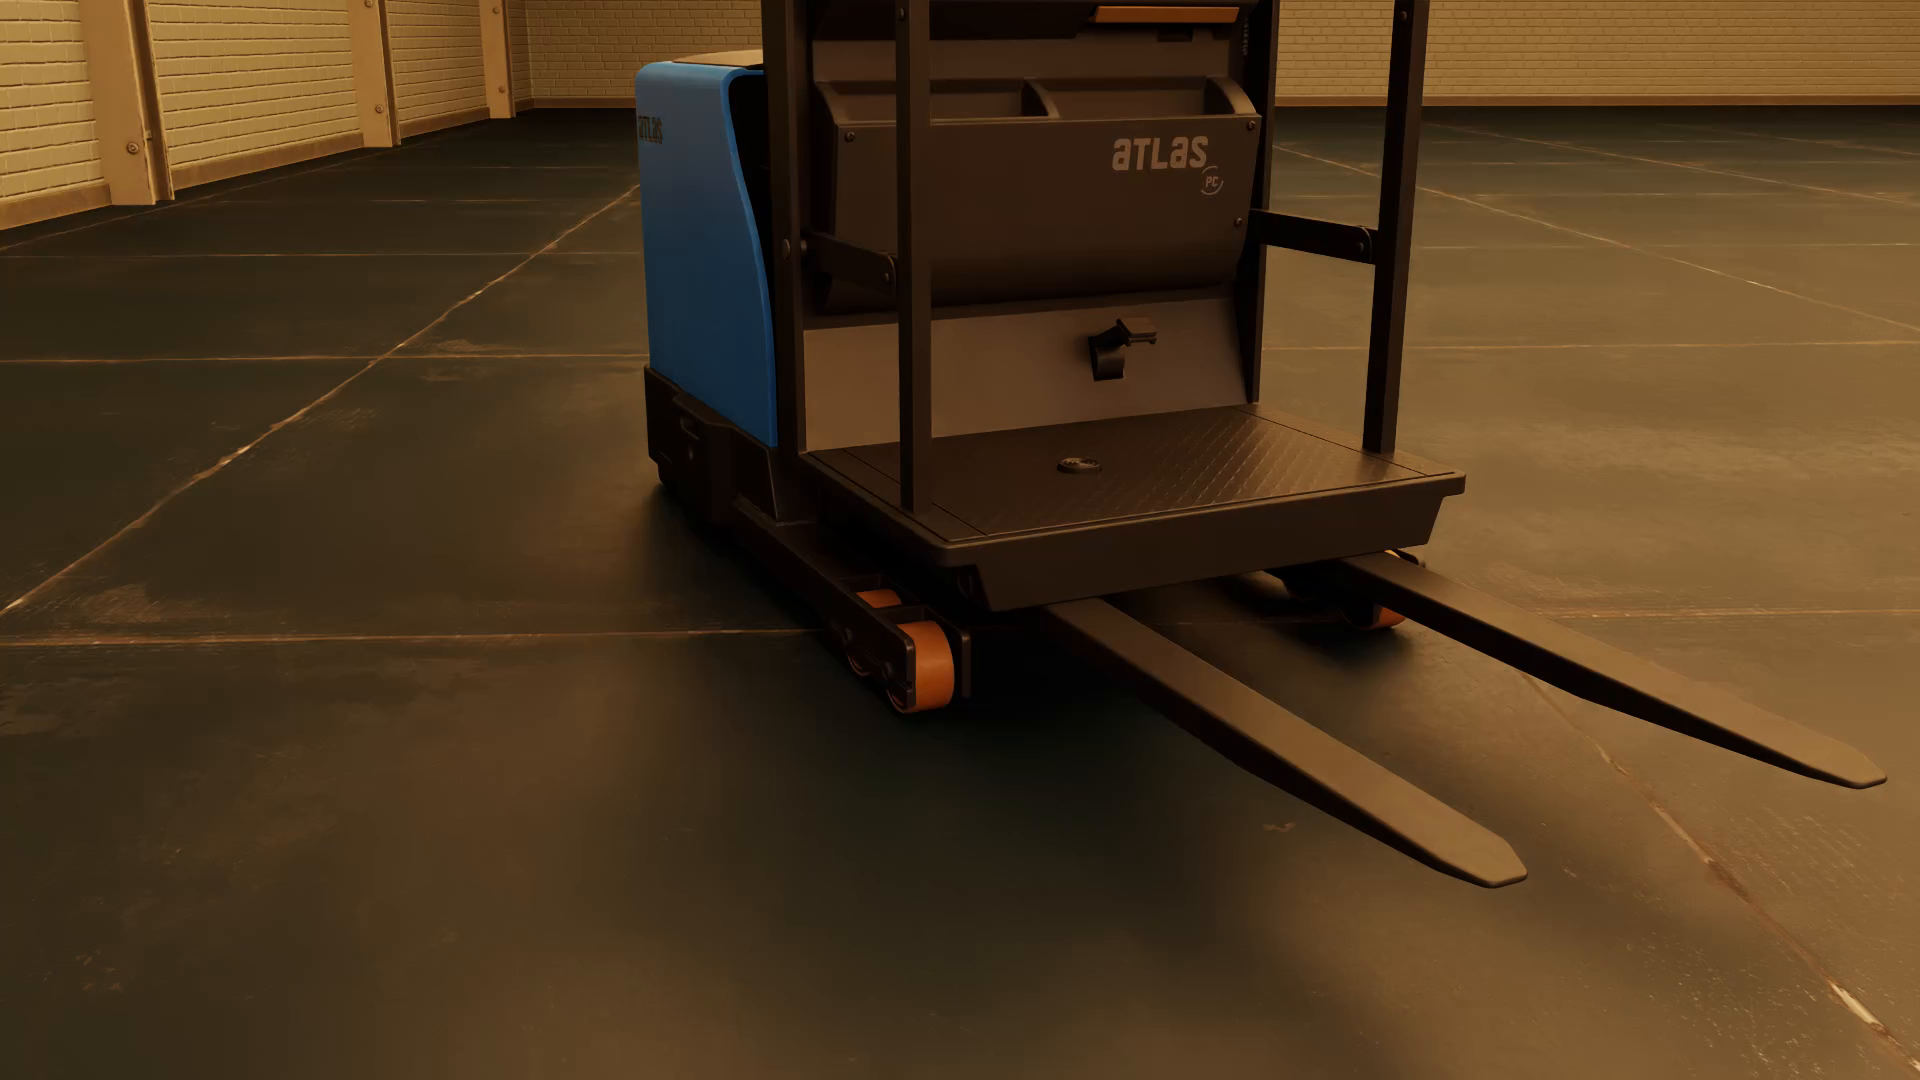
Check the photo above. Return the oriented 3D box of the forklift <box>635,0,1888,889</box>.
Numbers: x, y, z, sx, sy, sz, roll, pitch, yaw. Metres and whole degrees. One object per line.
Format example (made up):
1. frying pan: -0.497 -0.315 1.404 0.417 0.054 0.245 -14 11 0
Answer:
1. forklift: 0.258 -1.240 2.962 1.130 2.935 3.031 -8 19 -24
